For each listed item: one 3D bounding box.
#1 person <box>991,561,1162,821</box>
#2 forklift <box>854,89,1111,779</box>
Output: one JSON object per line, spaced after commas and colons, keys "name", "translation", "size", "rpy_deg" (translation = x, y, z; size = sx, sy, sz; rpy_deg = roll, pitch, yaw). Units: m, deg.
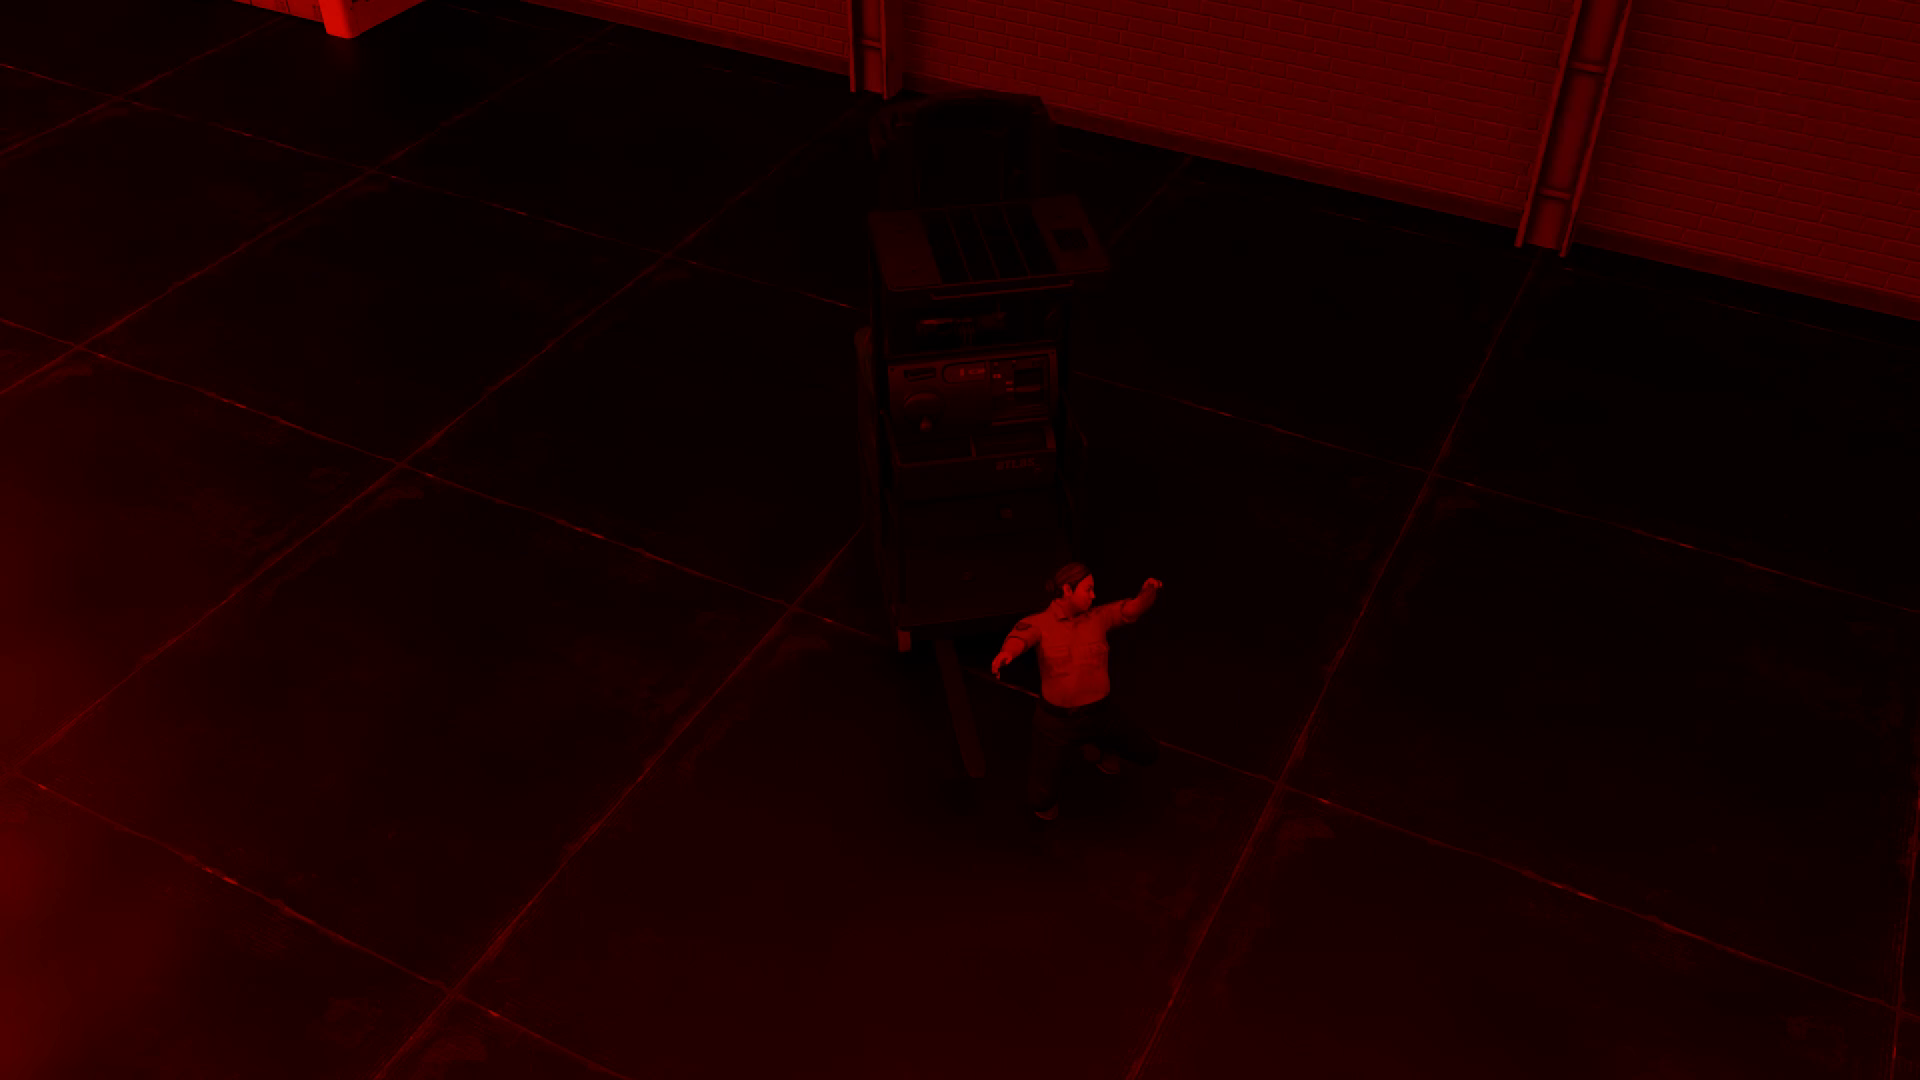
{"name": "person", "translation": [0.472, 0.757, 8.122], "size": [0.955, 1.560, 0.649], "rpy_deg": [-18, 43, -20]}
{"name": "forklift", "translation": [0.115, -0.735, 8.859], "size": [1.130, 2.935, 3.031], "rpy_deg": [-7, 41, -8]}
